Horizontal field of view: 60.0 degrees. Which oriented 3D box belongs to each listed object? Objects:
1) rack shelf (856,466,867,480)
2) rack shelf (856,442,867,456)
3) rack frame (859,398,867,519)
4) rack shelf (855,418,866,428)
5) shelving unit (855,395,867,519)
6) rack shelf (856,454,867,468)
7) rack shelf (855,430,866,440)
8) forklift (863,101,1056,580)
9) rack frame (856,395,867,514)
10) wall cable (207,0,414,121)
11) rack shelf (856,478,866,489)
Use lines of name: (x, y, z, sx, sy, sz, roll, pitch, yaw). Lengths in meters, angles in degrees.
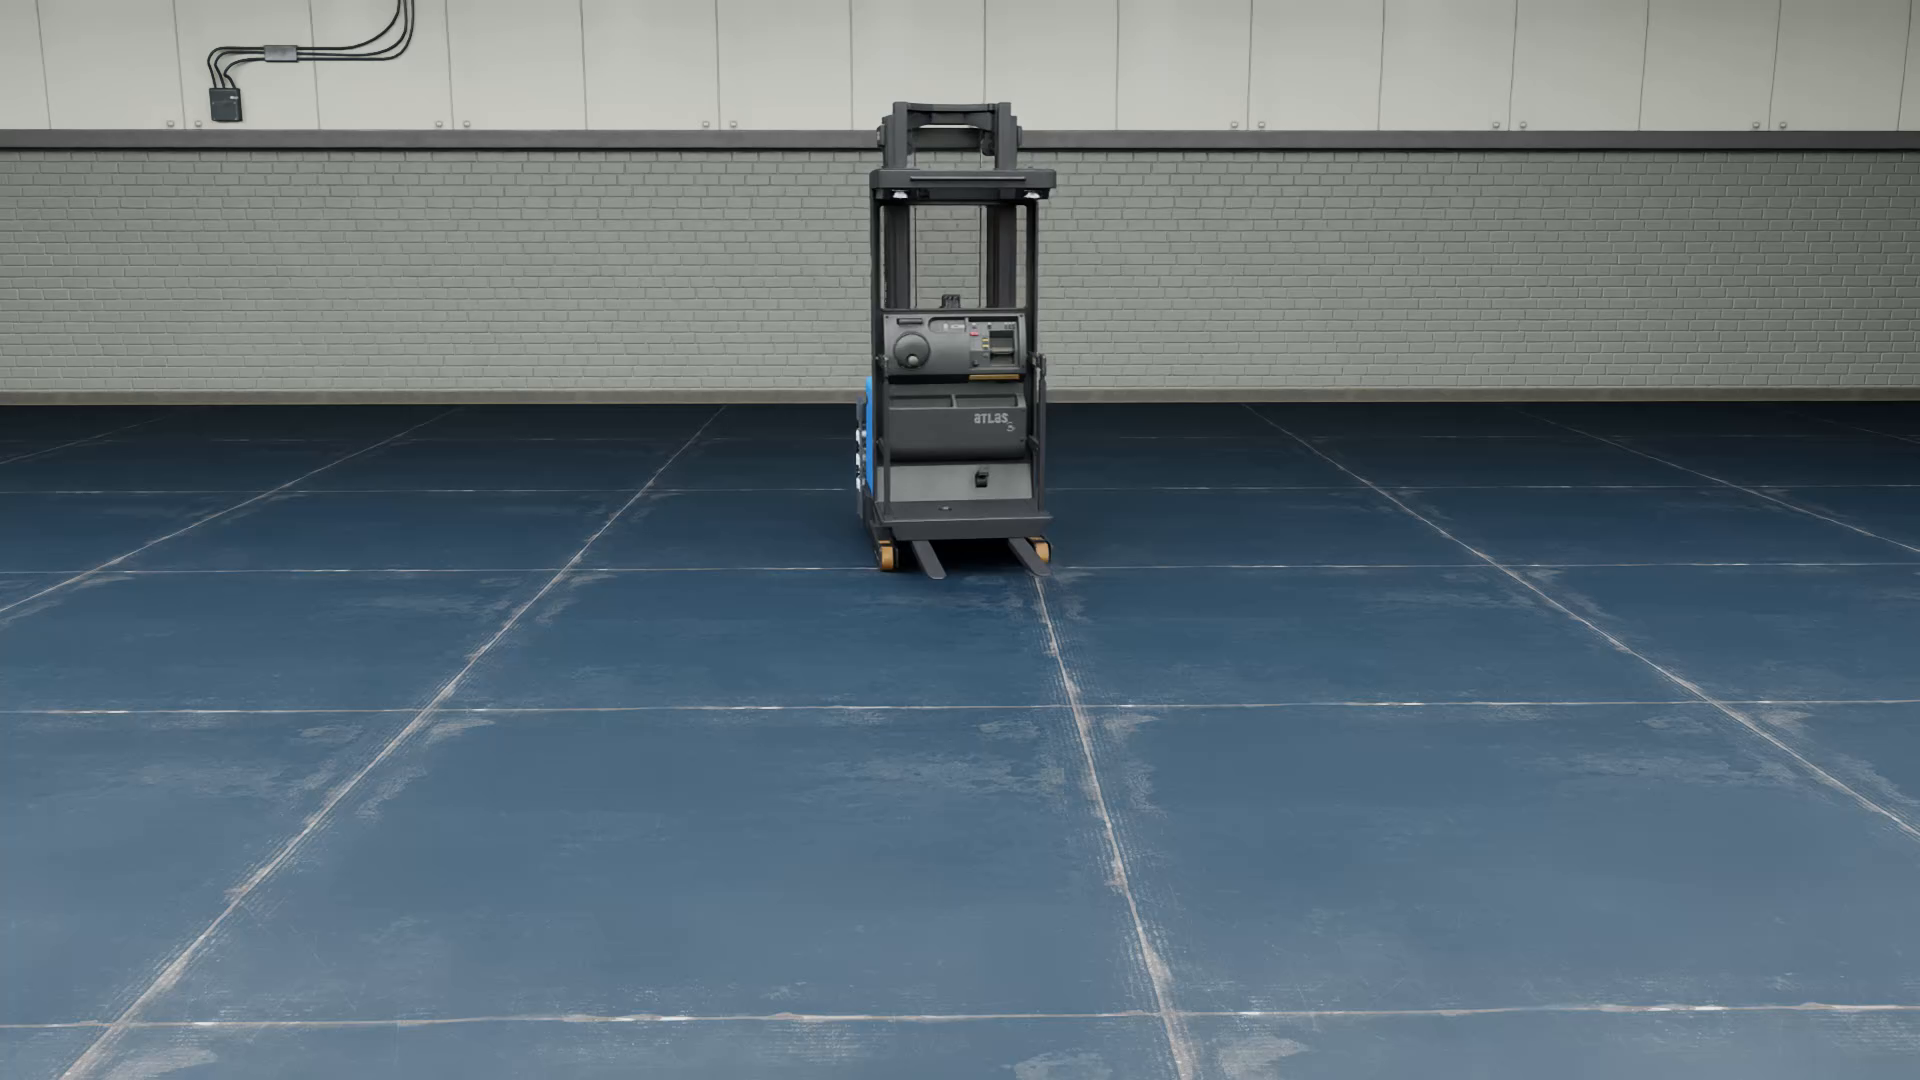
rack shelf: (-0.637, -0.501, 12.388, 0.258, 0.077, 0.200, -2, 12, -9)
rack shelf: (-0.637, -0.678, 12.352, 0.258, 0.077, 0.200, -2, 12, -9)
rack frame: (-0.621, -0.602, 12.265, 0.240, 0.900, 0.006, -2, 12, -9)
rack shelf: (-0.637, -0.854, 12.316, 0.258, 0.077, 0.200, -2, 12, -9)
shelving unit: (-0.637, -0.622, 12.363, 0.258, 0.900, 0.210, -2, 12, -9)
rack shelf: (-0.637, -0.590, 12.370, 0.258, 0.077, 0.200, -2, 12, -9)
rack shelf: (-0.637, -0.766, 12.334, 0.258, 0.077, 0.200, -2, 12, -9)
forklift: (-0.004, -1.308, 10.632, 1.130, 2.935, 3.031, -1, 12, -7)
rack frame: (-0.654, -0.642, 12.462, 0.240, 0.900, 0.006, -2, 12, -9)
wall cable: (-7.215, -7.644, 18.050, 2.305, 6.003, 0.169, 0, 11, -1)
rack shelf: (-0.637, -0.413, 12.406, 0.258, 0.077, 0.200, -2, 12, -9)
